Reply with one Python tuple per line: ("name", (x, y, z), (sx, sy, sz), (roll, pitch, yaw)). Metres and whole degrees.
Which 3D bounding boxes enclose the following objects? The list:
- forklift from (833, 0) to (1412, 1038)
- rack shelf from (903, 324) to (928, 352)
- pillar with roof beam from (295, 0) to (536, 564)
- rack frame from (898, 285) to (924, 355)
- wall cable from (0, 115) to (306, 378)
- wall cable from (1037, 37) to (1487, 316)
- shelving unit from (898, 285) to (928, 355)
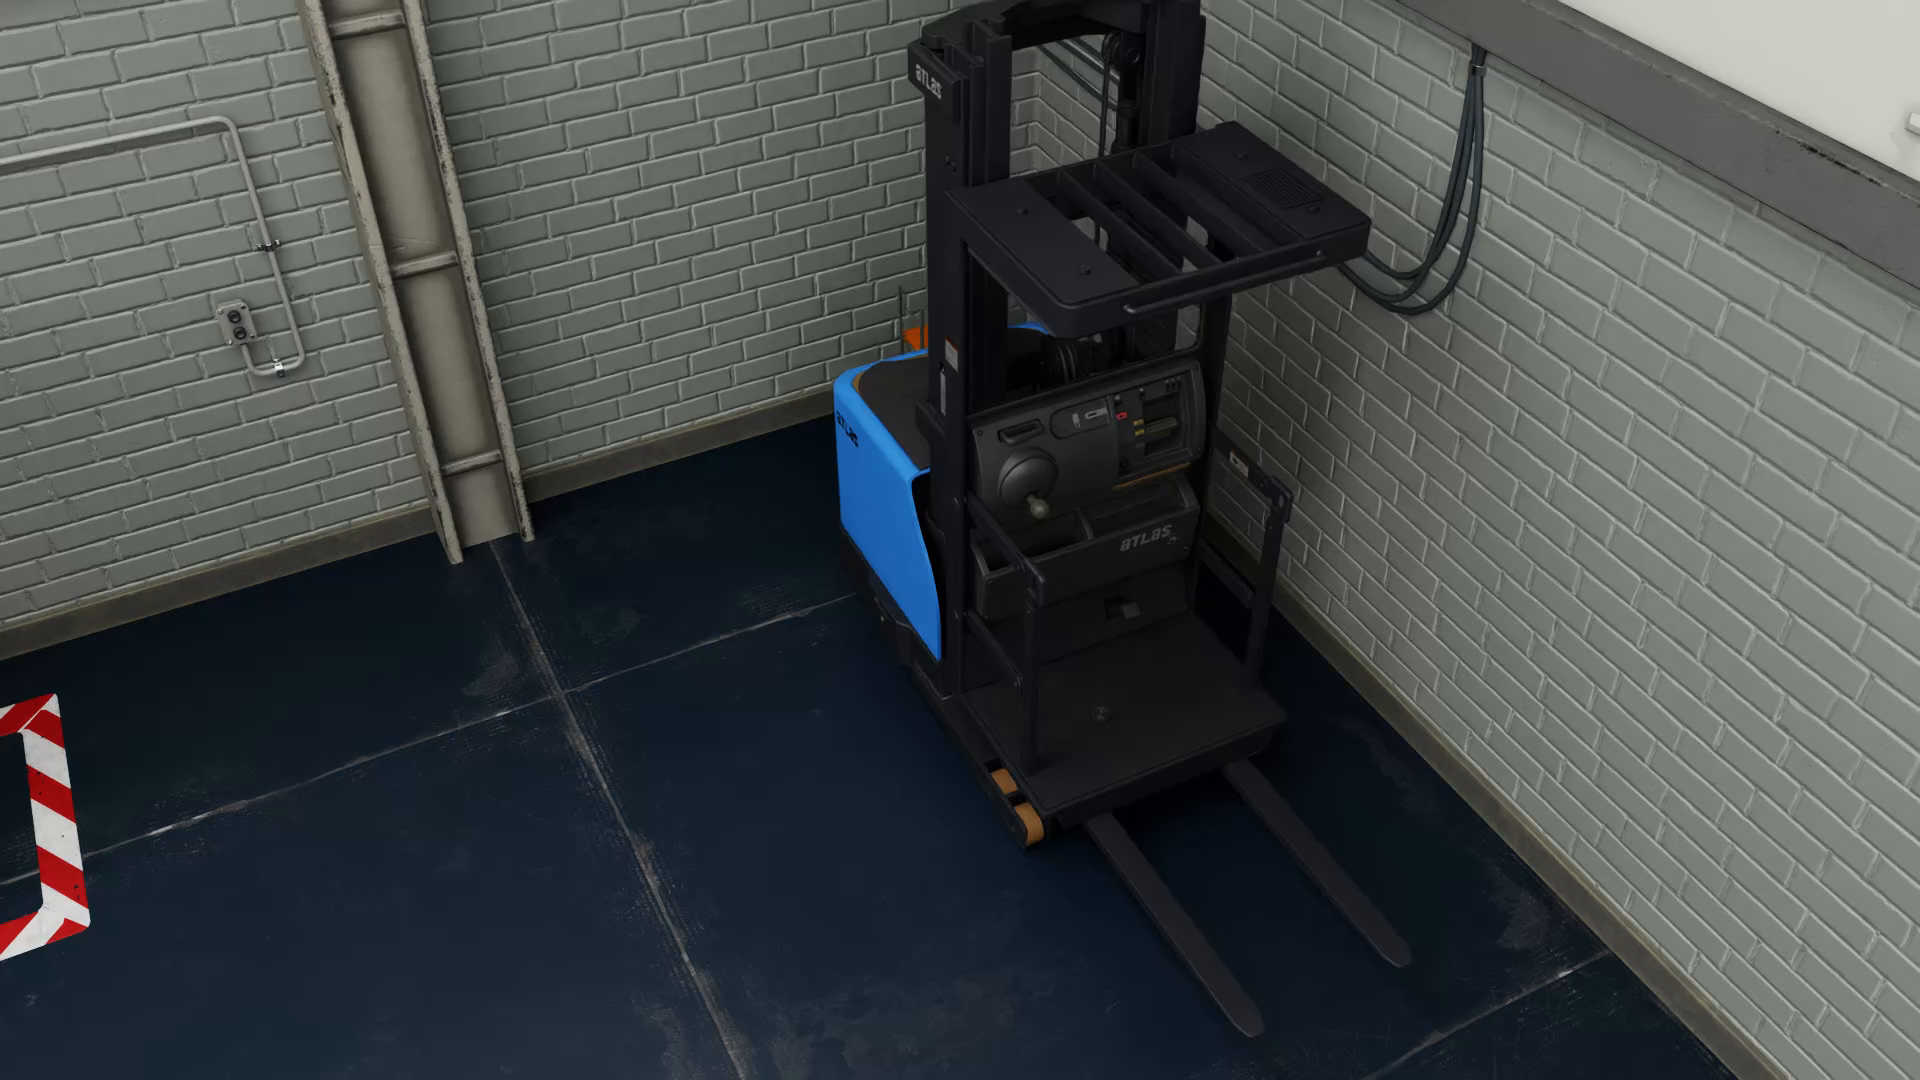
("forklift", (0.571, -0.282, 5.804), (1.130, 2.935, 3.031), (-18, 43, -20))
("rack shelf", (-0.128, -0.842, 7.315), (0.180, 0.103, 0.258), (-18, 43, -20))
("pillar with roof beam", (-0.232, -1.003, 1.958), (0.400, 9.000, 9.100), (-19, 44, -21))
("rack frame", (-0.209, -0.573, 7.486), (0.006, 1.200, 0.240), (-18, 43, -20))
("wall cable", (-3.517, -1.190, 6.037), (1.851, 1.984, 0.084), (-19, 44, -21))
("wall cable", (0.966, -2.466, 6.090), (0.112, 2.526, 3.097), (-19, 44, -21))
("shelving unit", (-0.127, -0.600, 7.517), (0.189, 1.200, 0.258), (-18, 43, -20))
